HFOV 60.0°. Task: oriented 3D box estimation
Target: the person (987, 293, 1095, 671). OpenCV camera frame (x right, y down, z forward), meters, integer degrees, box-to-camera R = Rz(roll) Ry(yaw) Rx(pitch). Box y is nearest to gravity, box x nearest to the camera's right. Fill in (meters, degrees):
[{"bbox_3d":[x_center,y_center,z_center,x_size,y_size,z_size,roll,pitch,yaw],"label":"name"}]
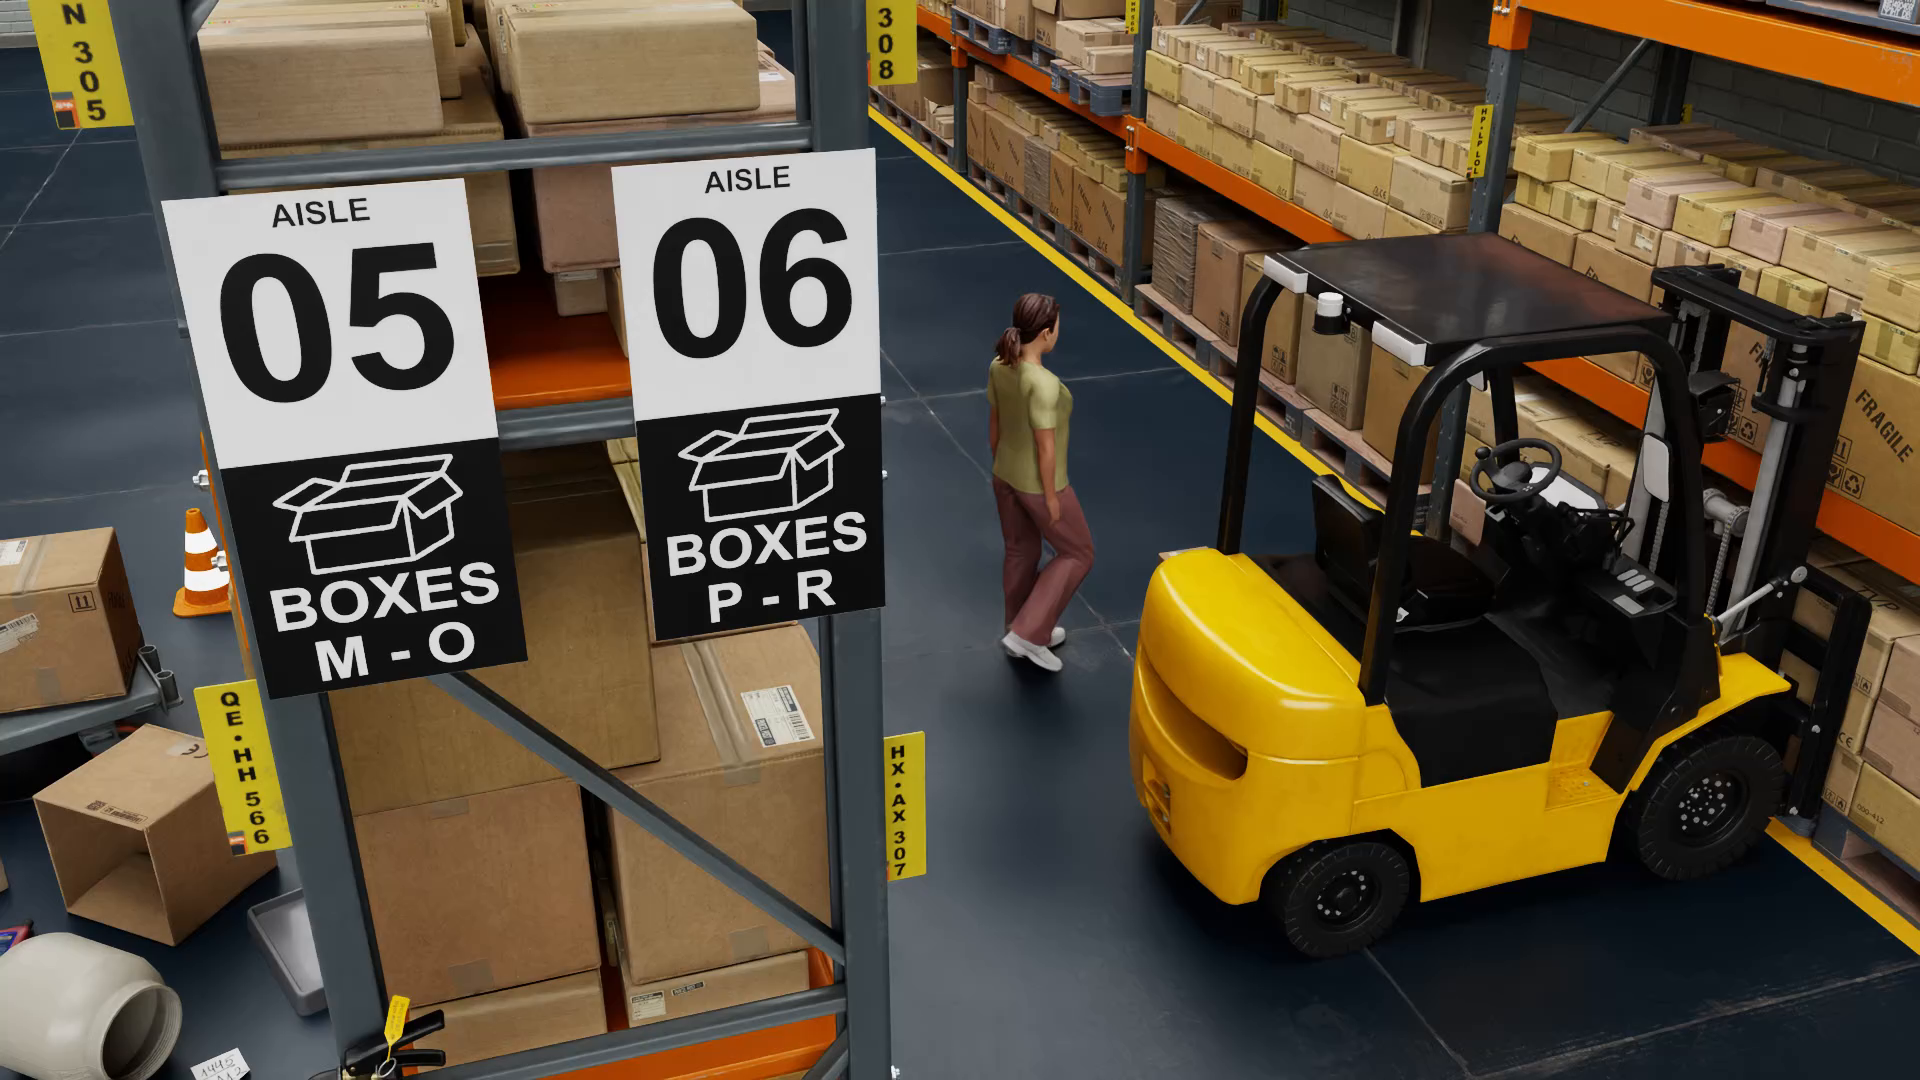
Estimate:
[{"bbox_3d":[0.307,-0.236,7.070,0.452,1.675,0.474,-17,31,-31],"label":"person"}]
